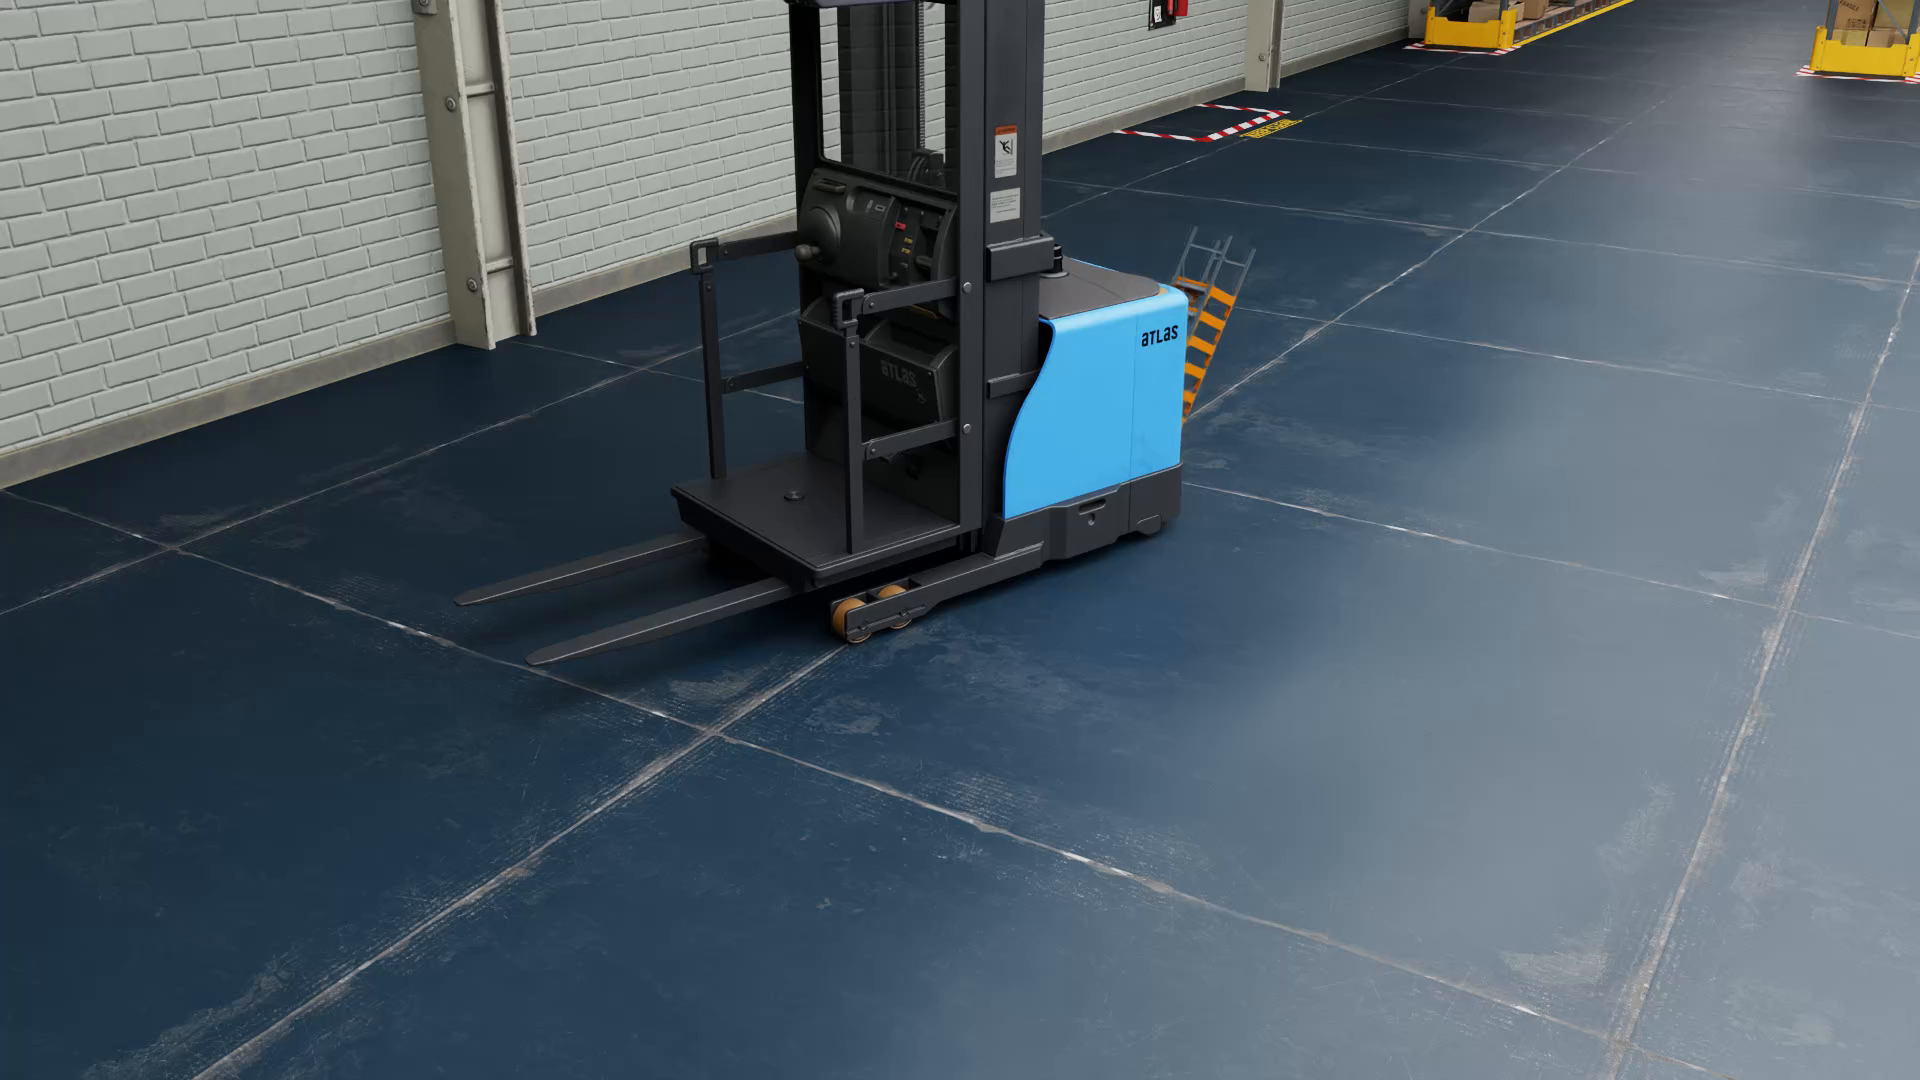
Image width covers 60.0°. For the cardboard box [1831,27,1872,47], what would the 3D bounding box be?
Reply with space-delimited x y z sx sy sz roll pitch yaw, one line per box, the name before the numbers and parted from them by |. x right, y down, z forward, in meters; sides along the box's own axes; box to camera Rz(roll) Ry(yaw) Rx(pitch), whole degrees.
cardboard box | 11.287 -6.397 21.184 0.500 0.250 0.500 14 27 29

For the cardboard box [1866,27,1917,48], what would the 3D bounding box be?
cardboard box | 11.727 -6.289 20.933 0.500 0.250 0.500 14 27 29

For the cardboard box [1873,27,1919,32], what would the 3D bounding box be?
cardboard box | 11.987 -6.458 21.325 0.500 0.250 0.500 14 27 29

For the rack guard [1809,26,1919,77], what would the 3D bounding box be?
rack guard | 11.242 -6.068 20.638 1.175 0.500 0.348 14 27 29

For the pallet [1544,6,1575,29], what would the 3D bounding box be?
pallet | 8.830 -8.096 25.687 1.003 0.211 1.213 14 27 29

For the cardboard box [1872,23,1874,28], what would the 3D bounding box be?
cardboard box | 11.540 -6.568 21.579 0.500 0.250 0.500 14 27 29

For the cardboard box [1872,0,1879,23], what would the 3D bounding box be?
cardboard box | 11.800 -7.082 21.823 0.500 0.500 0.500 14 27 29

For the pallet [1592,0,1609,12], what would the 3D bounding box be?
pallet | 10.206 -9.007 27.790 1.003 0.211 1.213 14 27 29

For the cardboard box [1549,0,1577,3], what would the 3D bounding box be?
cardboard box | 9.528 -8.917 26.665 0.700 0.500 0.500 15 28 31

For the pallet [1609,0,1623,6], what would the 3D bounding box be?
pallet | 10.851 -9.417 28.738 1.003 0.211 1.213 14 27 29

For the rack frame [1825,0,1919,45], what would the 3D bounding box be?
rack frame | 11.255 -7.223 20.160 1.000 3.000 0.127 14 27 29

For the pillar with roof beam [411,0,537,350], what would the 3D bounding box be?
pillar with roof beam | 0.841 -4.453 6.210 9.100 9.000 0.400 14 27 29

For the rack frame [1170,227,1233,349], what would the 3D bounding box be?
rack frame | 0.940 -0.862 7.683 0.006 1.200 0.240 17 7 -43

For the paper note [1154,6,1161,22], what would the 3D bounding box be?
paper note | 2.026 -5.377 17.004 0.016 0.148 0.142 14 27 29

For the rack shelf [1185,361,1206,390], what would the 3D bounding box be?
rack shelf | 0.987 -0.801 7.749 0.180 0.103 0.258 17 7 -43

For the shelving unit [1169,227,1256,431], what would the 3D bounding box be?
shelving unit | 1.004 -0.842 7.745 0.189 1.200 0.258 17 7 -43

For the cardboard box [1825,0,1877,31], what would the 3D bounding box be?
cardboard box | 11.285 -6.742 21.036 0.500 0.500 0.500 14 27 29

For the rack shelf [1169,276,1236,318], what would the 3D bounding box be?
rack shelf | 1.121 -1.134 7.718 0.180 0.103 0.258 17 7 -43

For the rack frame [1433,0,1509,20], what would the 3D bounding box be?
rack frame | 7.044 -8.260 22.555 1.000 3.000 0.127 14 27 29

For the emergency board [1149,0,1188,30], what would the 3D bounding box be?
emergency board | 2.178 -5.827 16.933 0.194 1.169 0.643 14 27 29

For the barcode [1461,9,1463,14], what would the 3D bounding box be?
barcode | 7.156 -7.537 23.704 0.001 0.075 0.075 14 27 29

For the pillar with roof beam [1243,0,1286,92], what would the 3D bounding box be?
pillar with roof beam | 7.171 -8.504 15.566 9.100 9.000 0.400 14 27 29

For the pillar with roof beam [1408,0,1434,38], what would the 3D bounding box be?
pillar with roof beam | 10.336 -10.529 20.244 9.100 9.000 0.400 14 27 29

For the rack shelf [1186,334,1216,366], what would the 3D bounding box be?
rack shelf | 1.032 -0.912 7.739 0.180 0.103 0.258 17 7 -43

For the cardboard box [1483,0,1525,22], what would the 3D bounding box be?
cardboard box | 7.786 -7.635 23.942 0.500 0.311 0.500 16 28 33

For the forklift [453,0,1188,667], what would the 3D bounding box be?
forklift | -0.493 -1.189 6.307 3.031 2.935 1.130 -18 29 -35

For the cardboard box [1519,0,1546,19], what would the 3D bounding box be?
cardboard box | 8.216 -7.959 24.452 0.700 0.500 0.500 12 26 26

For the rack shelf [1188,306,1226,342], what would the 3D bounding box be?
rack shelf | 1.076 -1.023 7.729 0.180 0.103 0.258 17 7 -43

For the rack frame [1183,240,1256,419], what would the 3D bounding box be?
rack frame | 1.067 -0.823 7.808 0.006 1.200 0.240 17 7 -43

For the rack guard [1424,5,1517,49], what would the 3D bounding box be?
rack guard | 7.084 -7.139 23.111 1.175 0.500 0.348 14 27 29

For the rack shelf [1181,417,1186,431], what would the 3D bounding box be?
rack shelf | 0.898 -0.579 7.770 0.180 0.103 0.258 17 7 -43

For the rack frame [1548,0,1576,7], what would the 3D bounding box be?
rack frame | 9.154 -9.610 25.674 1.000 3.000 0.127 14 27 29

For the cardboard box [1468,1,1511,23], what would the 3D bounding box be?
cardboard box | 7.486 -7.443 23.498 0.500 0.311 0.500 11 26 23

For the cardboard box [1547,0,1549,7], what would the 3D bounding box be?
cardboard box | 8.898 -8.325 25.717 0.380 0.166 0.250 10 25 22

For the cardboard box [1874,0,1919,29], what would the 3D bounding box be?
cardboard box | 11.989 -6.802 21.175 0.500 0.500 0.500 14 27 29

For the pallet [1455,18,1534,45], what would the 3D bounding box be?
pallet | 7.543 -7.273 23.784 1.003 0.211 1.213 14 27 29

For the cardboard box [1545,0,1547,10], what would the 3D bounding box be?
cardboard box | 8.641 -8.306 25.254 0.500 0.500 0.500 12 26 25

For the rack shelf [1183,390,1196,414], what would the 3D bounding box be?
rack shelf | 0.942 -0.690 7.759 0.180 0.103 0.258 17 7 -43

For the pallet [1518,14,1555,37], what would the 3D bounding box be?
pallet | 8.187 -7.683 24.732 1.003 0.211 1.213 14 27 29

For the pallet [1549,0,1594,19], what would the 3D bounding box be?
pallet | 9.564 -8.594 26.835 1.003 0.211 1.213 14 27 29
